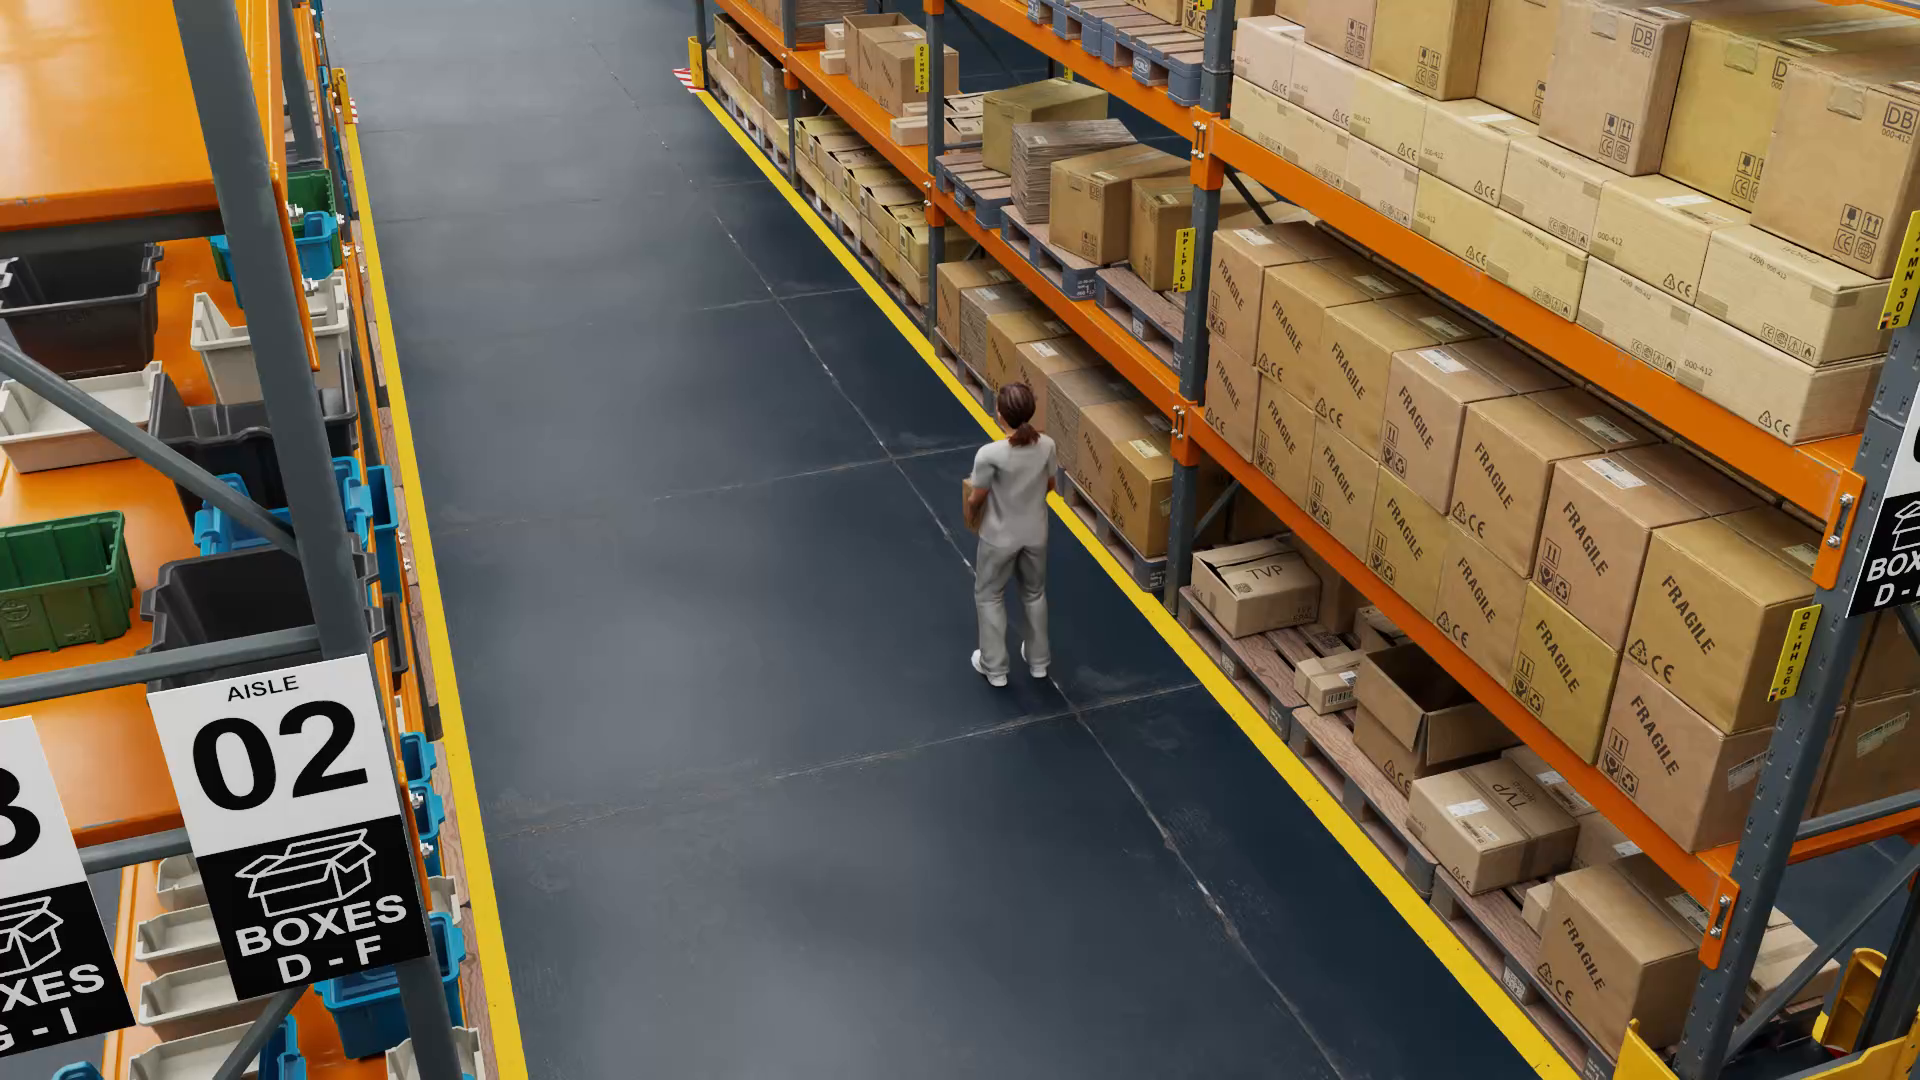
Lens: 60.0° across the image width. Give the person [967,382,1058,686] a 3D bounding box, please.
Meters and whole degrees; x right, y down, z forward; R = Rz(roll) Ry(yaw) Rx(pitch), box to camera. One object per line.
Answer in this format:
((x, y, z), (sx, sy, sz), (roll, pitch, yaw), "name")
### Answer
((0.250, -0.041, 8.409), (0.465, 1.675, 0.461), (-11, 32, -18), "person")
